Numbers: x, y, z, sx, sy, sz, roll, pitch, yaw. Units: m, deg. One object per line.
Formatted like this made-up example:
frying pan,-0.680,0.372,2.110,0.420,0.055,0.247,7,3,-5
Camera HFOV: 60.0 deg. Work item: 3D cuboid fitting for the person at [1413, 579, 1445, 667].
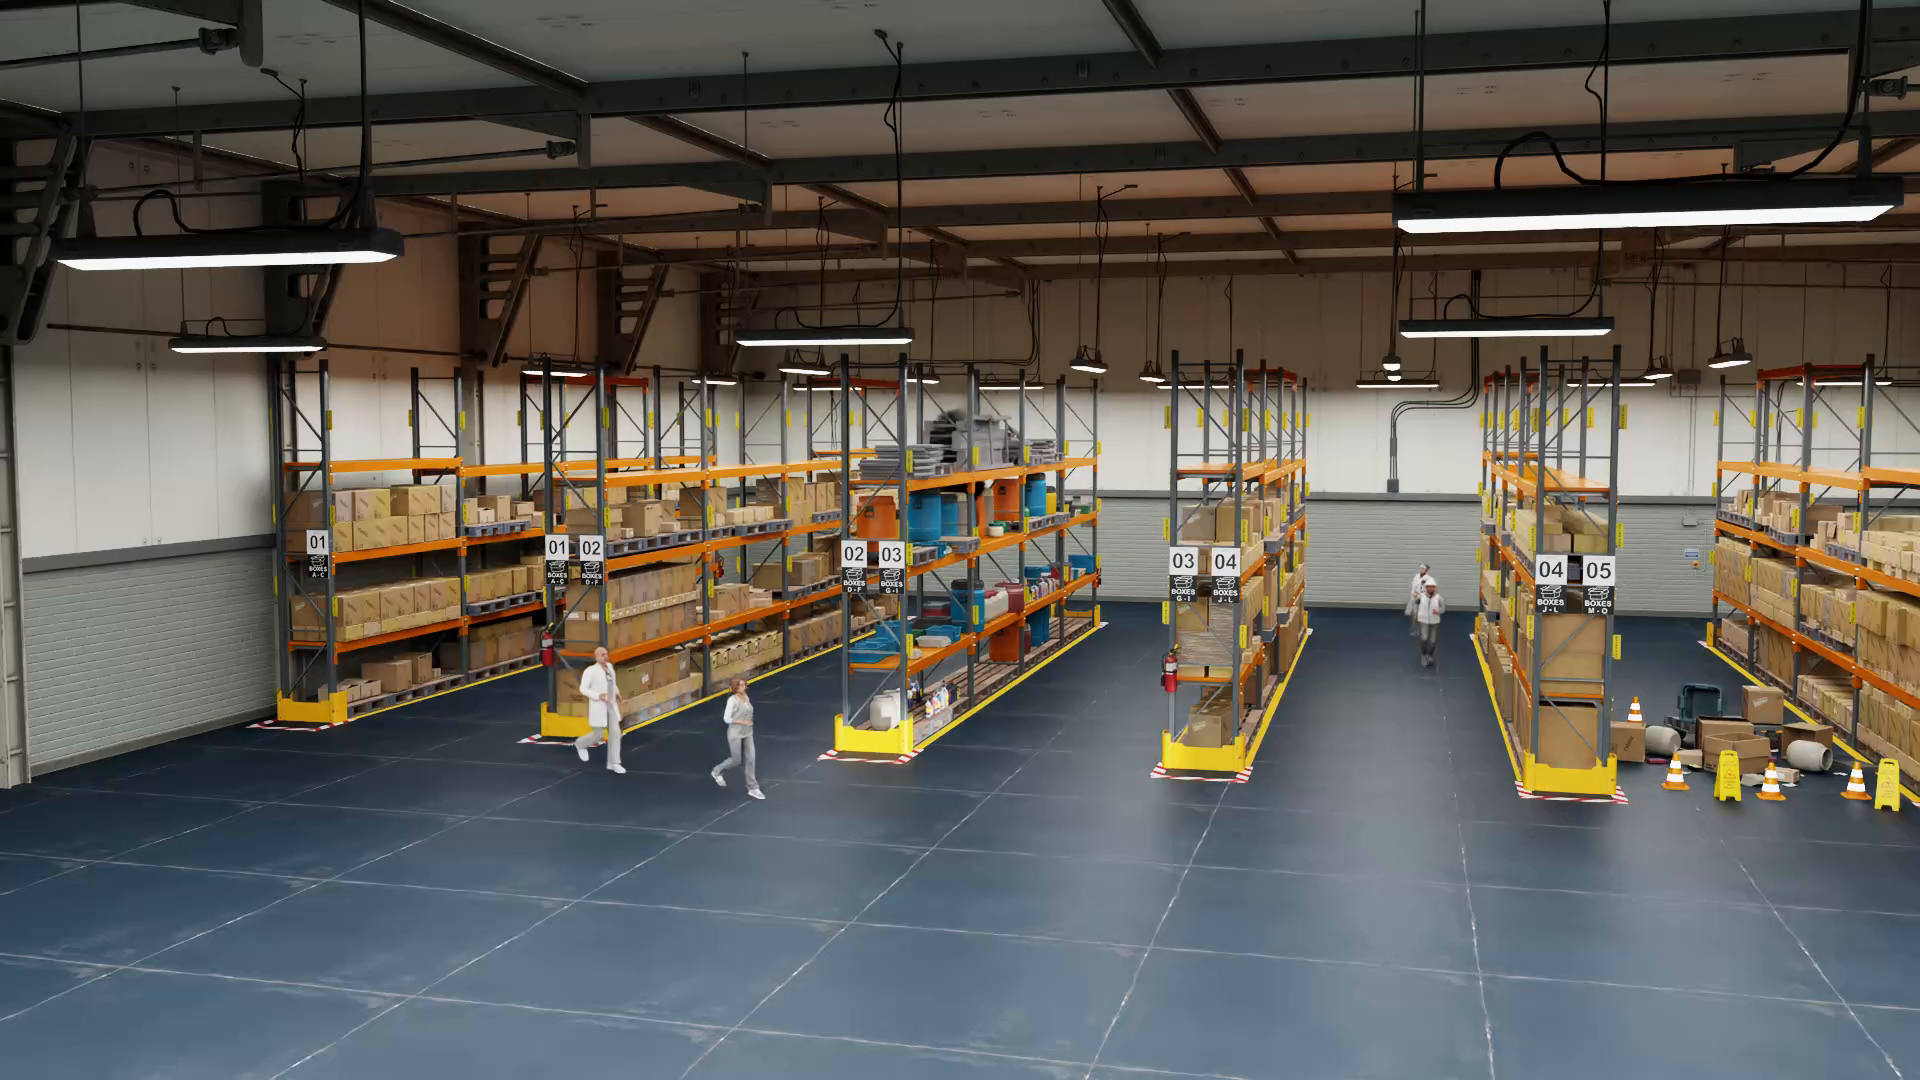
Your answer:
person,9.540,1.692,33.815,0.620,1.800,0.811,1,4,11

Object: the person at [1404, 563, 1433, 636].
person,10.642,1.380,38.415,0.587,1.731,0.706,-3,5,-39

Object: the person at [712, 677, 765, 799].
person,-2.942,2.720,22.085,0.872,1.371,0.540,3,5,35

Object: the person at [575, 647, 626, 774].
person,-5.135,2.535,23.786,0.984,1.551,0.724,3,5,37
